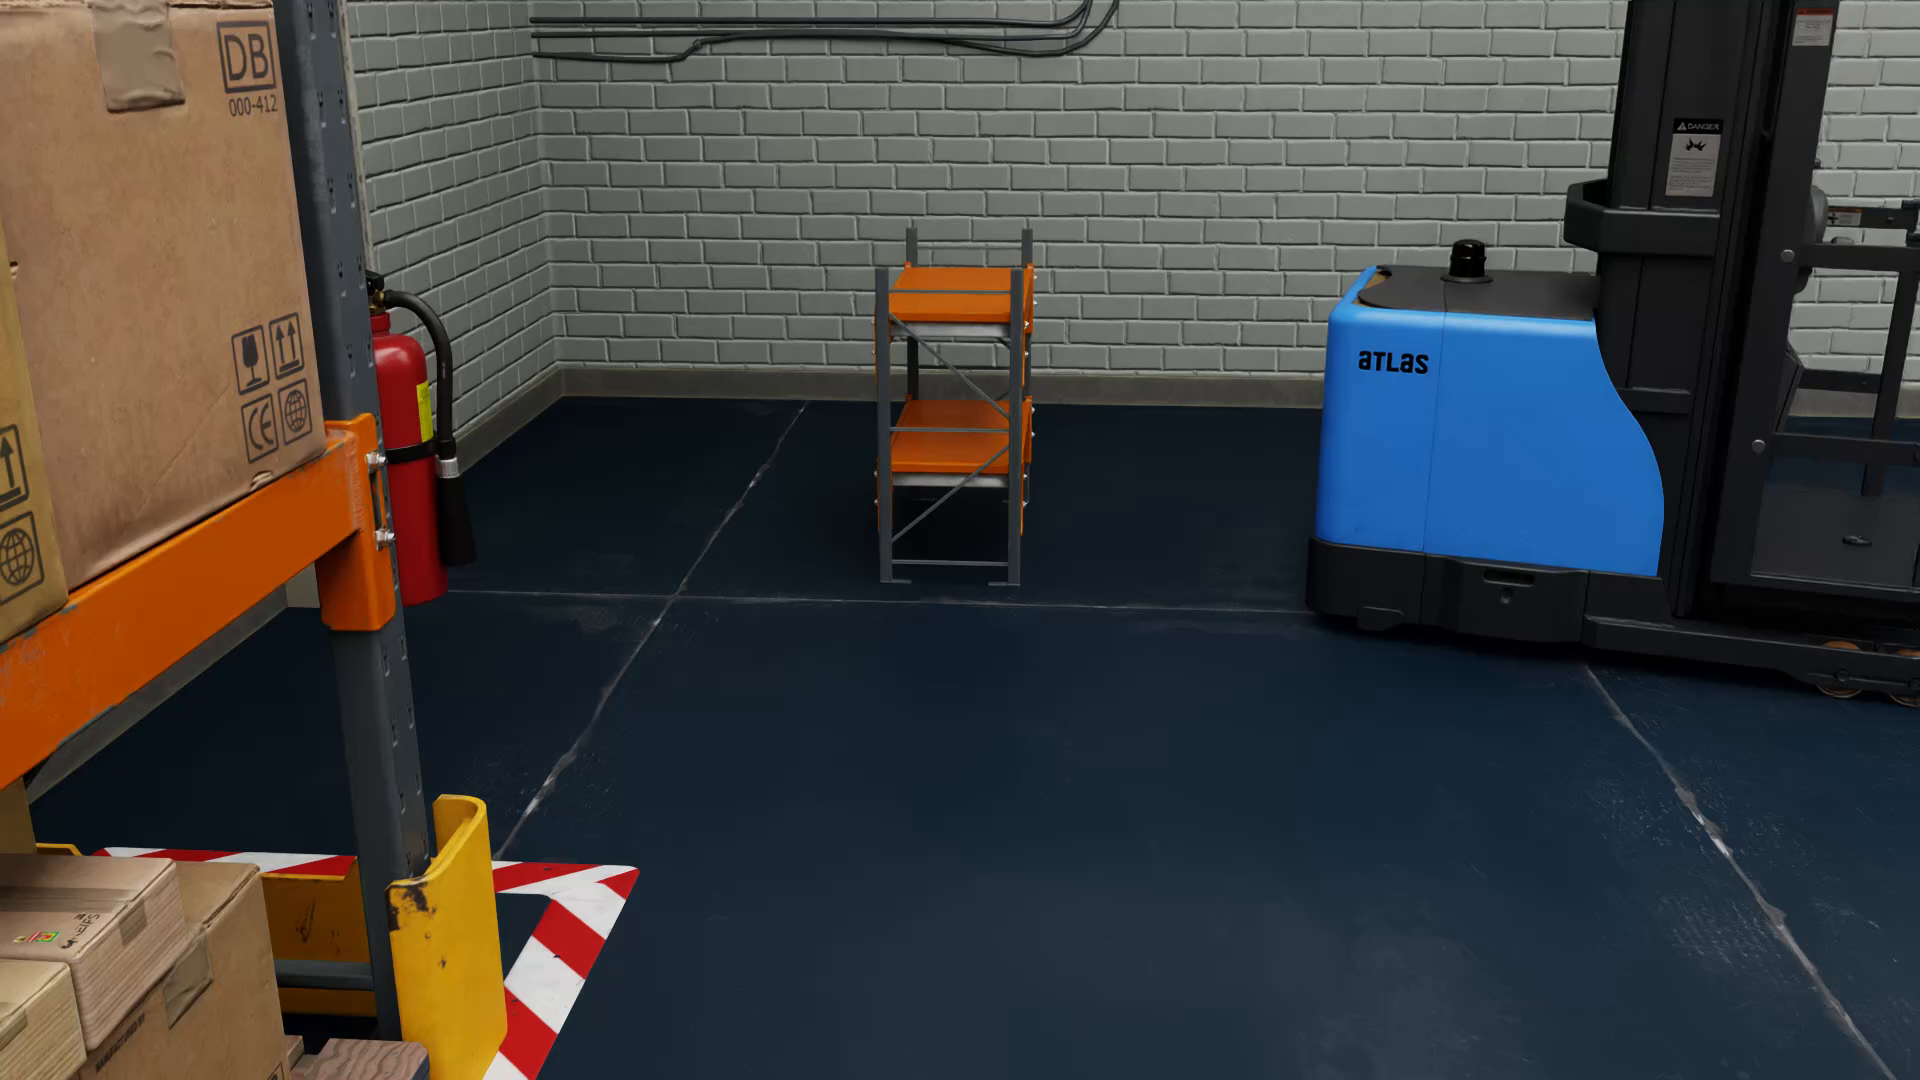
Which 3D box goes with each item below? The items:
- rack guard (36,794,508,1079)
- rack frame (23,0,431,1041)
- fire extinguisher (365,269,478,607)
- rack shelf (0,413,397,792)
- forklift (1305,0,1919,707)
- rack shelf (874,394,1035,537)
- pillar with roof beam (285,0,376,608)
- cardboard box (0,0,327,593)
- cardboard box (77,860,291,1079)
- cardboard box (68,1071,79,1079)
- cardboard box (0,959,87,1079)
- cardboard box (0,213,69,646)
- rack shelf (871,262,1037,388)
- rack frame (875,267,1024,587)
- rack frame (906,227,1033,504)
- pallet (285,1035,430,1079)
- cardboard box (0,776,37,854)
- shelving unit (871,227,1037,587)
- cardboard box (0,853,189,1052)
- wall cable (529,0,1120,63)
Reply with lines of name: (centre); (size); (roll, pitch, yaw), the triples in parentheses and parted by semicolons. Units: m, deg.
rack guard: (-1.510, 0.783, 3.229); (1.175, 0.500, 0.348); (1, 18, 4)
rack frame: (-1.512, -0.397, 2.817); (1.000, 3.000, 0.127); (1, 18, 4)
fire extinguisher: (-1.040, -0.220, 2.999); (0.296, 0.674, 0.183); (1, 18, 4)
rack shelf: (-1.655, 0.566, 1.033); (1.077, 0.370, 4.000); (1, 18, 4)
forklift: (2.725, -1.087, 5.032); (3.031, 2.935, 1.130); (6, 19, 19)
rack shelf: (0.000, -0.304, 6.330); (0.538, 0.278, 1.000); (1, 18, 4)
pillar with roof beam: (2.113, -4.010, 4.208); (9.100, 9.000, 0.400); (1, 18, 4)
cardboard box: (-1.538, -0.381, 2.286); (0.980, 0.700, 0.700); (2, 18, 6)
cardboard box: (-1.462, 0.811, 2.471); (0.700, 0.500, 0.500); (1, 18, 4)
cardboard box: (-1.498, 0.966, 1.996); (0.700, 0.500, 0.500); (1, 18, 4)
cardboard box: (-1.307, 0.626, 1.993); (0.380, 0.149, 0.250); (2, 18, 5)
cardboard box: (-1.579, -0.155, 1.596); (0.980, 0.700, 0.700); (1, 18, 3)
rack shelf: (0.000, -0.815, 6.163); (0.538, 0.278, 1.000); (1, 18, 4)
rack frame: (-0.036, -0.379, 5.772); (0.500, 1.125, 0.032); (1, 18, 4)
rack frame: (0.037, -0.695, 6.736); (0.500, 1.125, 0.032); (1, 18, 4)
pallet: (-1.491, 1.178, 2.488); (1.003, 0.211, 1.213); (1, 18, 4)
cardboard box: (-1.653, 0.459, 2.502); (0.380, 0.149, 0.250); (1, 18, 4)
shelving unit: (0.000, -0.537, 6.254); (0.538, 1.125, 1.048); (1, 18, 4)
cardboard box: (-1.289, 0.547, 2.236); (0.380, 0.149, 0.250); (1, 18, 3)
wall cable: (-0.750, -3.521, 7.703); (3.097, 2.526, 0.112); (1, 18, 4)
